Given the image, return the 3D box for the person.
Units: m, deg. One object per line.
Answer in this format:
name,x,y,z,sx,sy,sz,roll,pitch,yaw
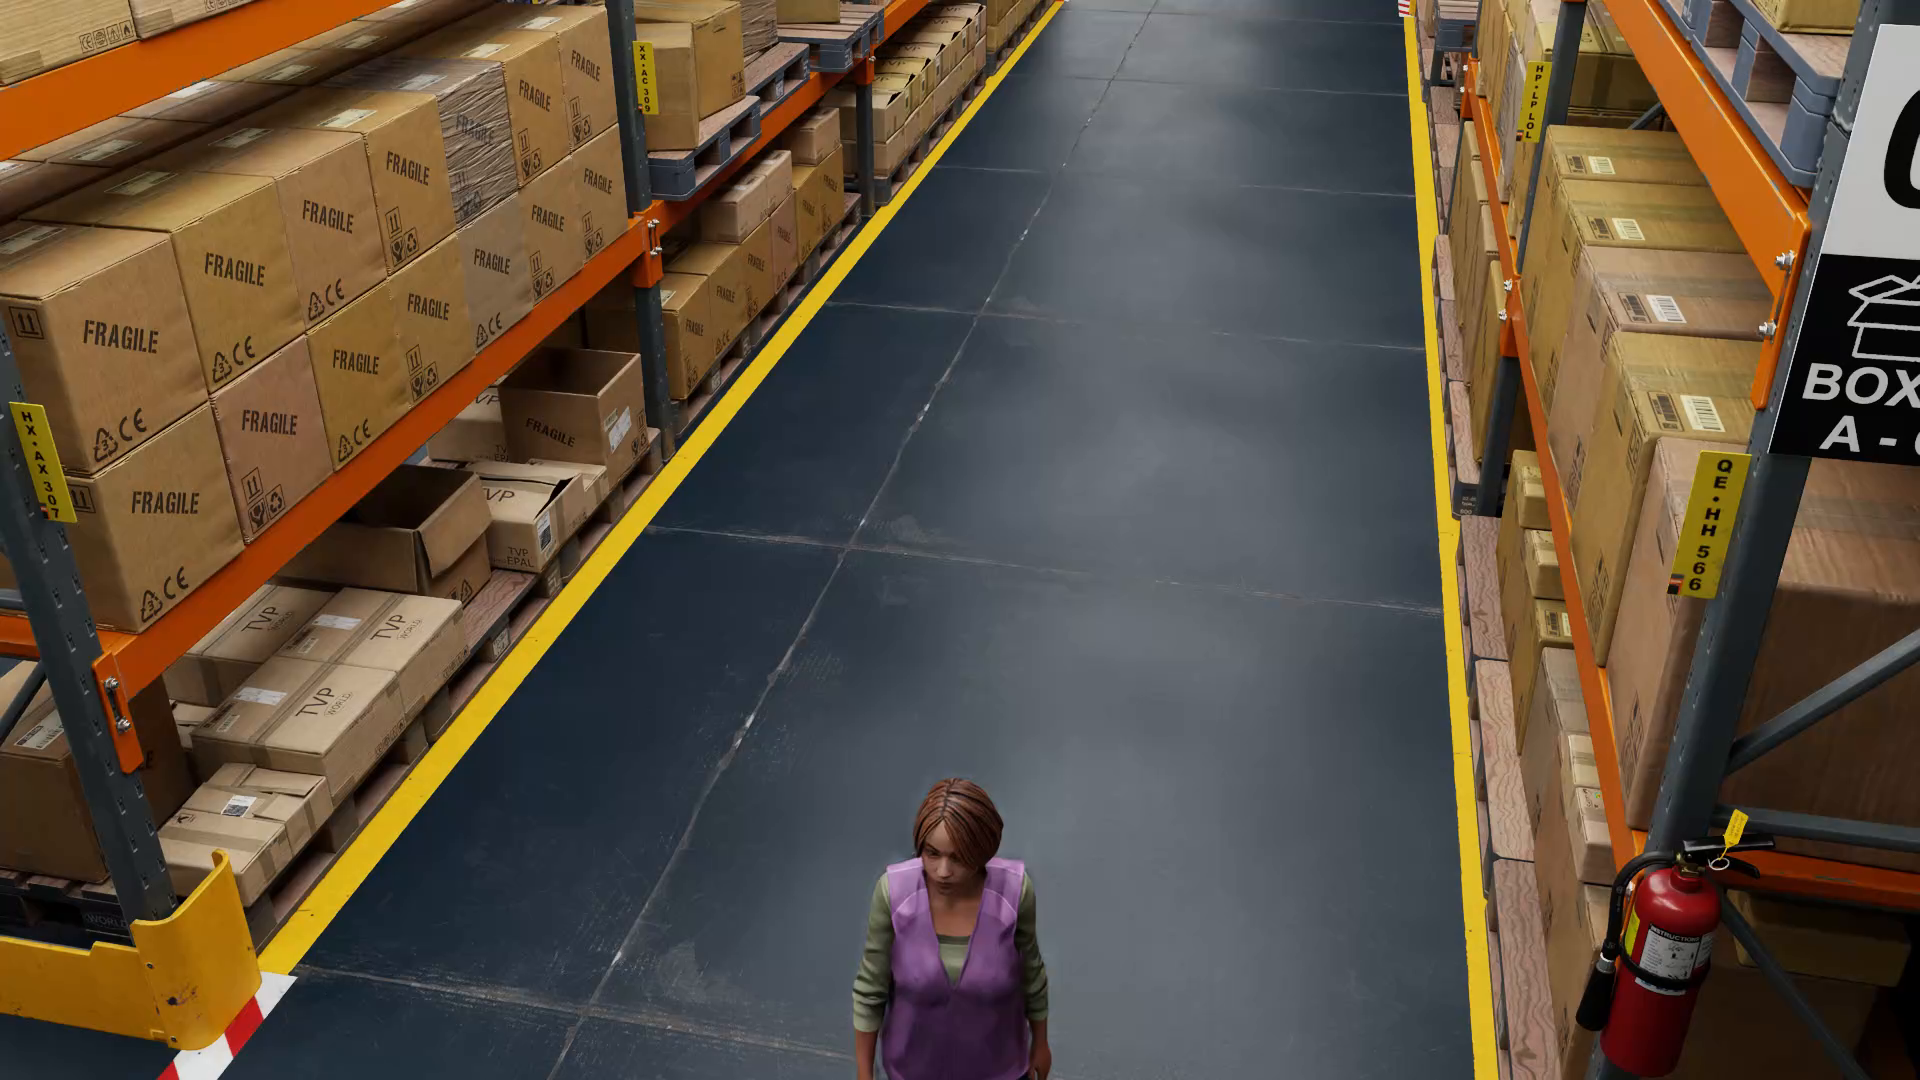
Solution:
person,-0.015,1.247,3.901,0.456,1.639,0.495,2,29,4
